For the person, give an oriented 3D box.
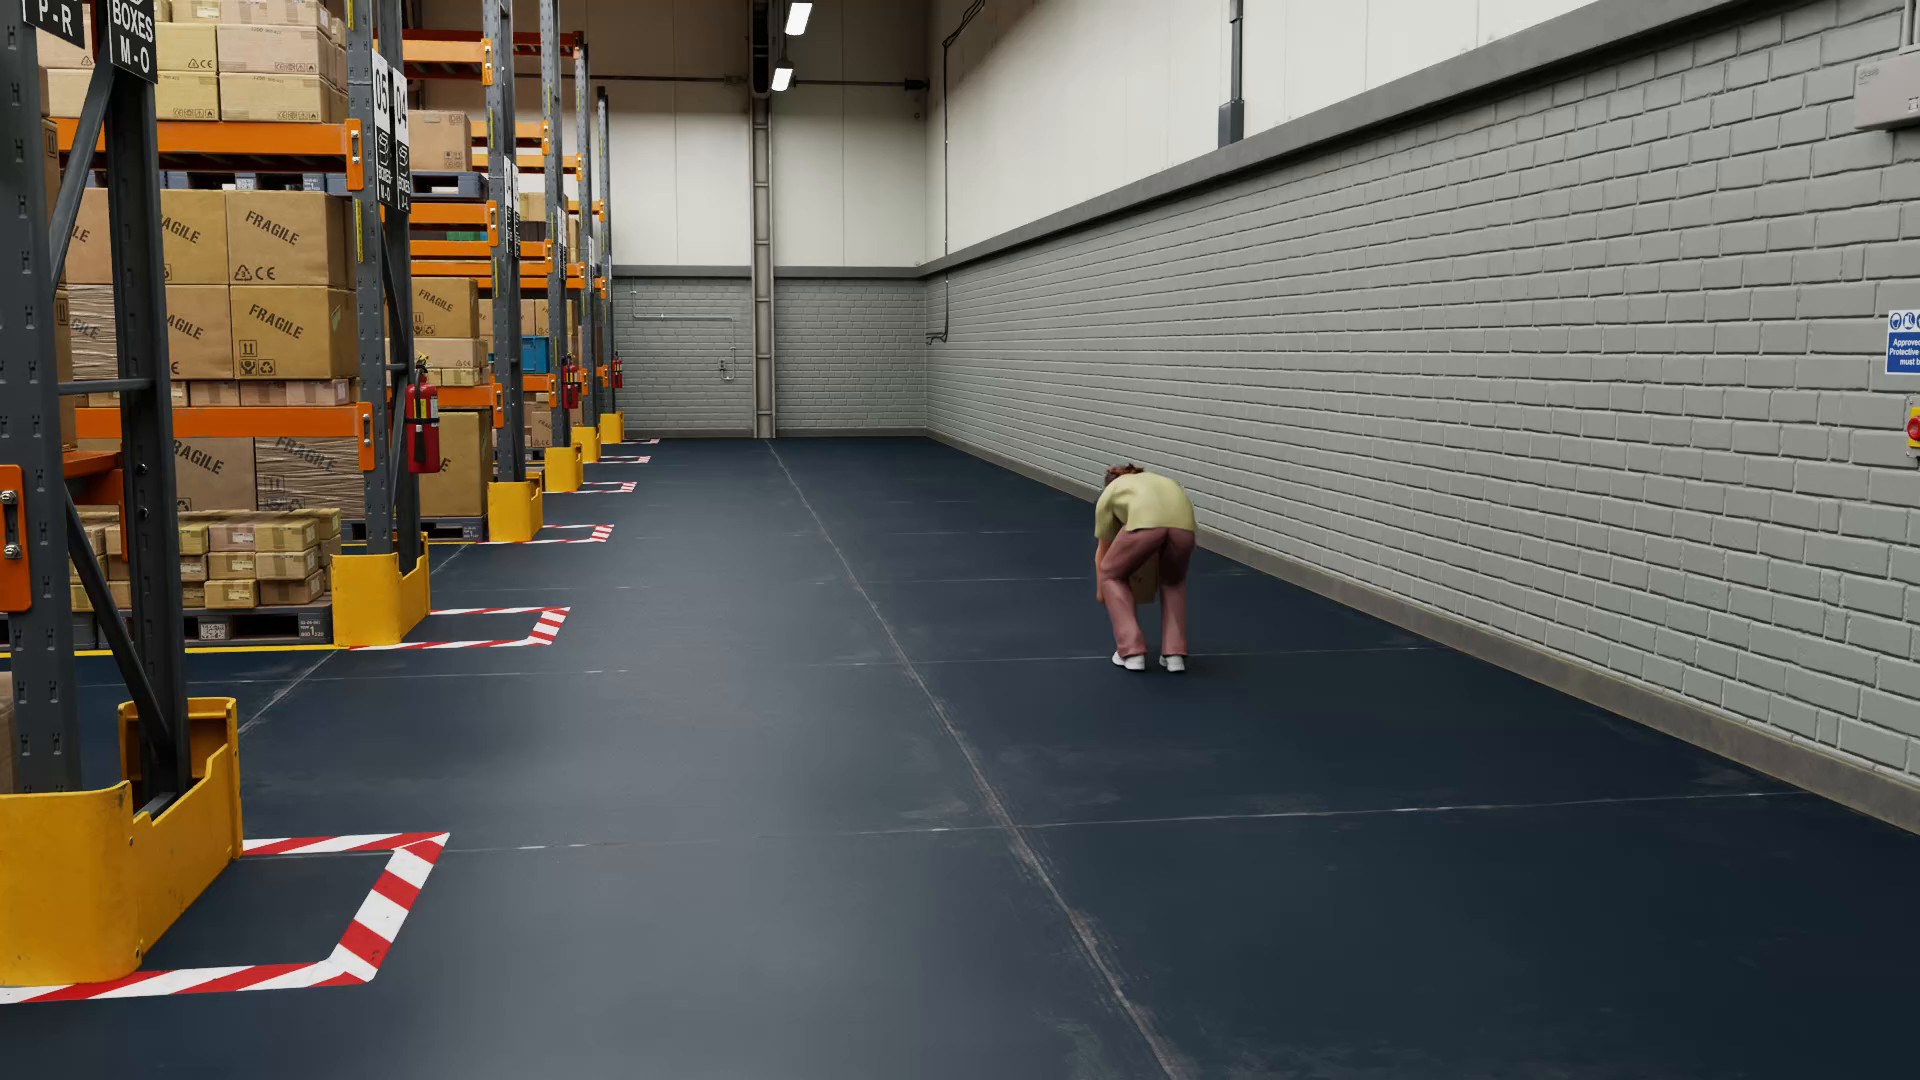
[{"bbox_3d":[0.936,0.123,8.558,0.455,1.031,0.868,-1,7,-12],"label":"person"}]
